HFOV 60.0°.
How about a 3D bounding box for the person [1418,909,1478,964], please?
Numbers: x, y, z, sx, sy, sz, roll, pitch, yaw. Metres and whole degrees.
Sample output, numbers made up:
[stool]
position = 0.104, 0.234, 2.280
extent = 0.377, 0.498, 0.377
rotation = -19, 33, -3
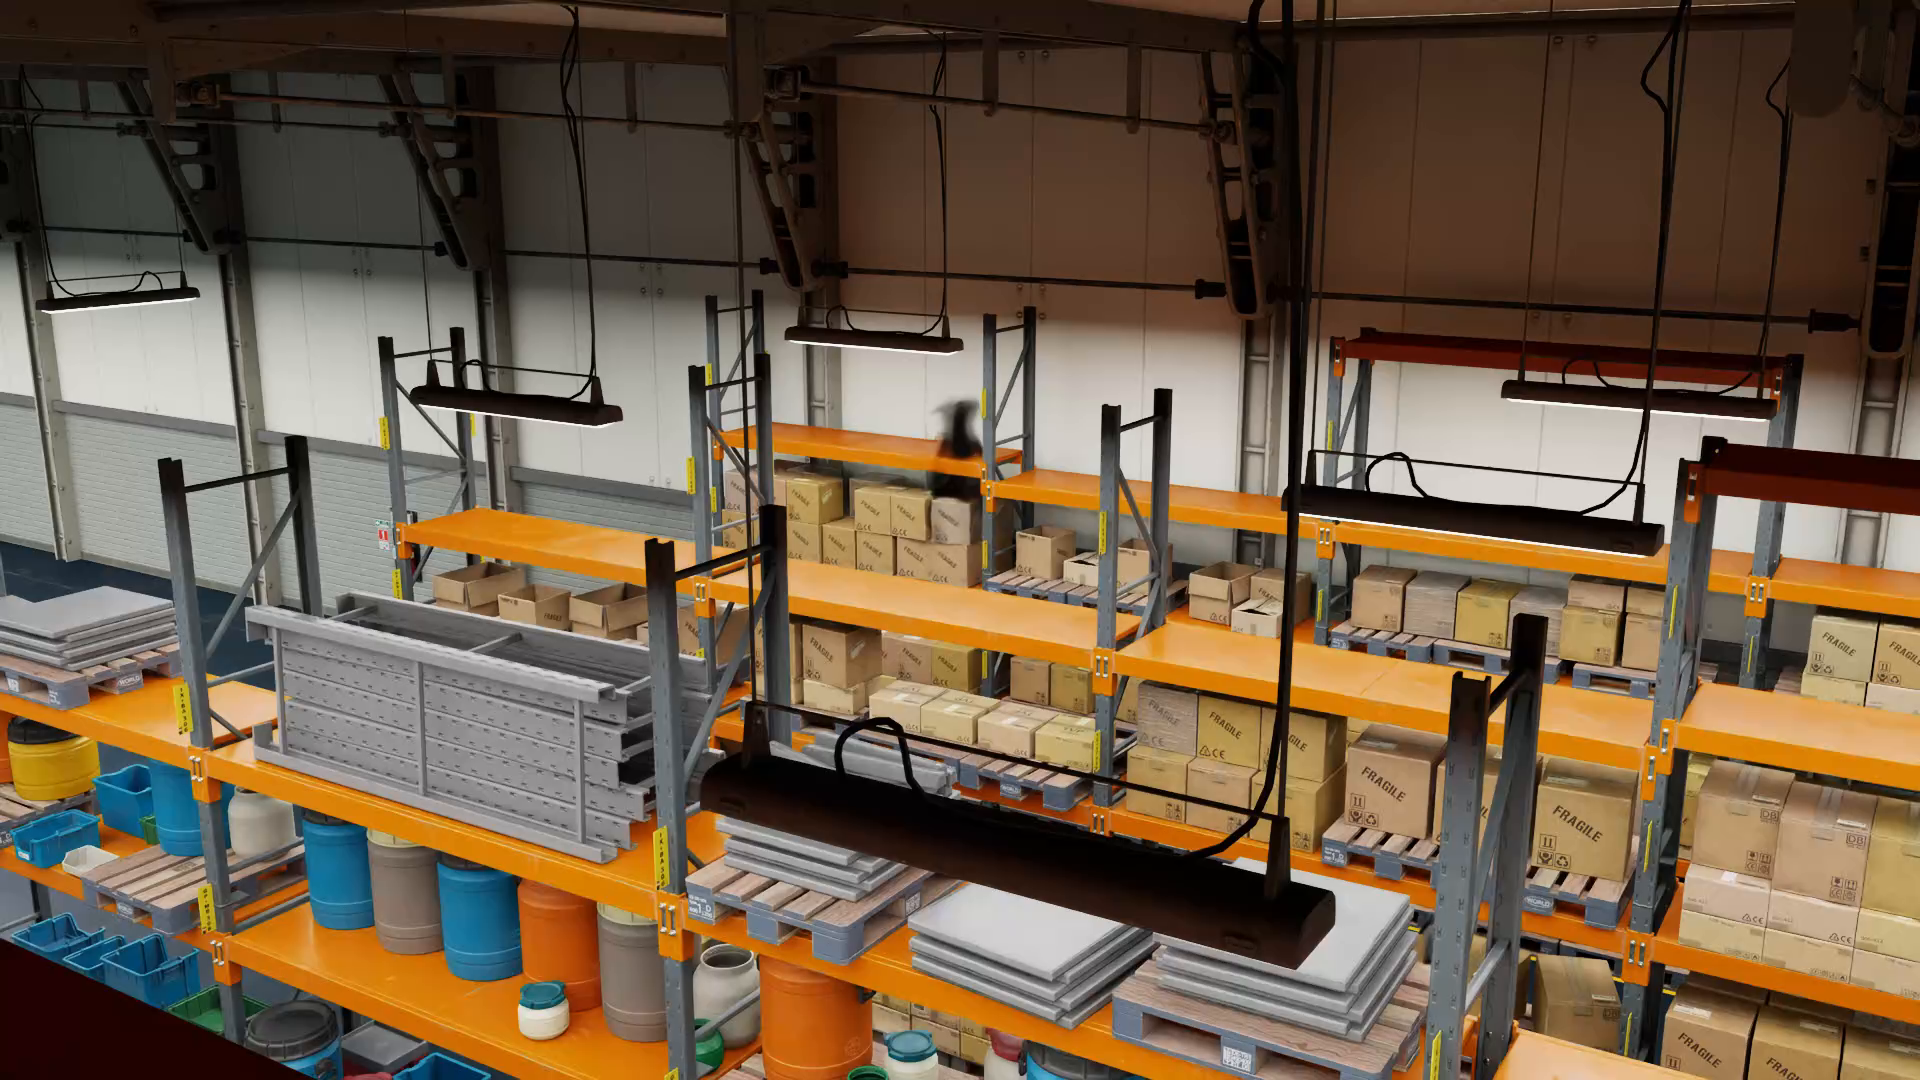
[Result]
[person]
position = 4.105, 3.760, 14.453
extent = 0.648, 1.682, 0.638
rotation = 8, 16, 30
